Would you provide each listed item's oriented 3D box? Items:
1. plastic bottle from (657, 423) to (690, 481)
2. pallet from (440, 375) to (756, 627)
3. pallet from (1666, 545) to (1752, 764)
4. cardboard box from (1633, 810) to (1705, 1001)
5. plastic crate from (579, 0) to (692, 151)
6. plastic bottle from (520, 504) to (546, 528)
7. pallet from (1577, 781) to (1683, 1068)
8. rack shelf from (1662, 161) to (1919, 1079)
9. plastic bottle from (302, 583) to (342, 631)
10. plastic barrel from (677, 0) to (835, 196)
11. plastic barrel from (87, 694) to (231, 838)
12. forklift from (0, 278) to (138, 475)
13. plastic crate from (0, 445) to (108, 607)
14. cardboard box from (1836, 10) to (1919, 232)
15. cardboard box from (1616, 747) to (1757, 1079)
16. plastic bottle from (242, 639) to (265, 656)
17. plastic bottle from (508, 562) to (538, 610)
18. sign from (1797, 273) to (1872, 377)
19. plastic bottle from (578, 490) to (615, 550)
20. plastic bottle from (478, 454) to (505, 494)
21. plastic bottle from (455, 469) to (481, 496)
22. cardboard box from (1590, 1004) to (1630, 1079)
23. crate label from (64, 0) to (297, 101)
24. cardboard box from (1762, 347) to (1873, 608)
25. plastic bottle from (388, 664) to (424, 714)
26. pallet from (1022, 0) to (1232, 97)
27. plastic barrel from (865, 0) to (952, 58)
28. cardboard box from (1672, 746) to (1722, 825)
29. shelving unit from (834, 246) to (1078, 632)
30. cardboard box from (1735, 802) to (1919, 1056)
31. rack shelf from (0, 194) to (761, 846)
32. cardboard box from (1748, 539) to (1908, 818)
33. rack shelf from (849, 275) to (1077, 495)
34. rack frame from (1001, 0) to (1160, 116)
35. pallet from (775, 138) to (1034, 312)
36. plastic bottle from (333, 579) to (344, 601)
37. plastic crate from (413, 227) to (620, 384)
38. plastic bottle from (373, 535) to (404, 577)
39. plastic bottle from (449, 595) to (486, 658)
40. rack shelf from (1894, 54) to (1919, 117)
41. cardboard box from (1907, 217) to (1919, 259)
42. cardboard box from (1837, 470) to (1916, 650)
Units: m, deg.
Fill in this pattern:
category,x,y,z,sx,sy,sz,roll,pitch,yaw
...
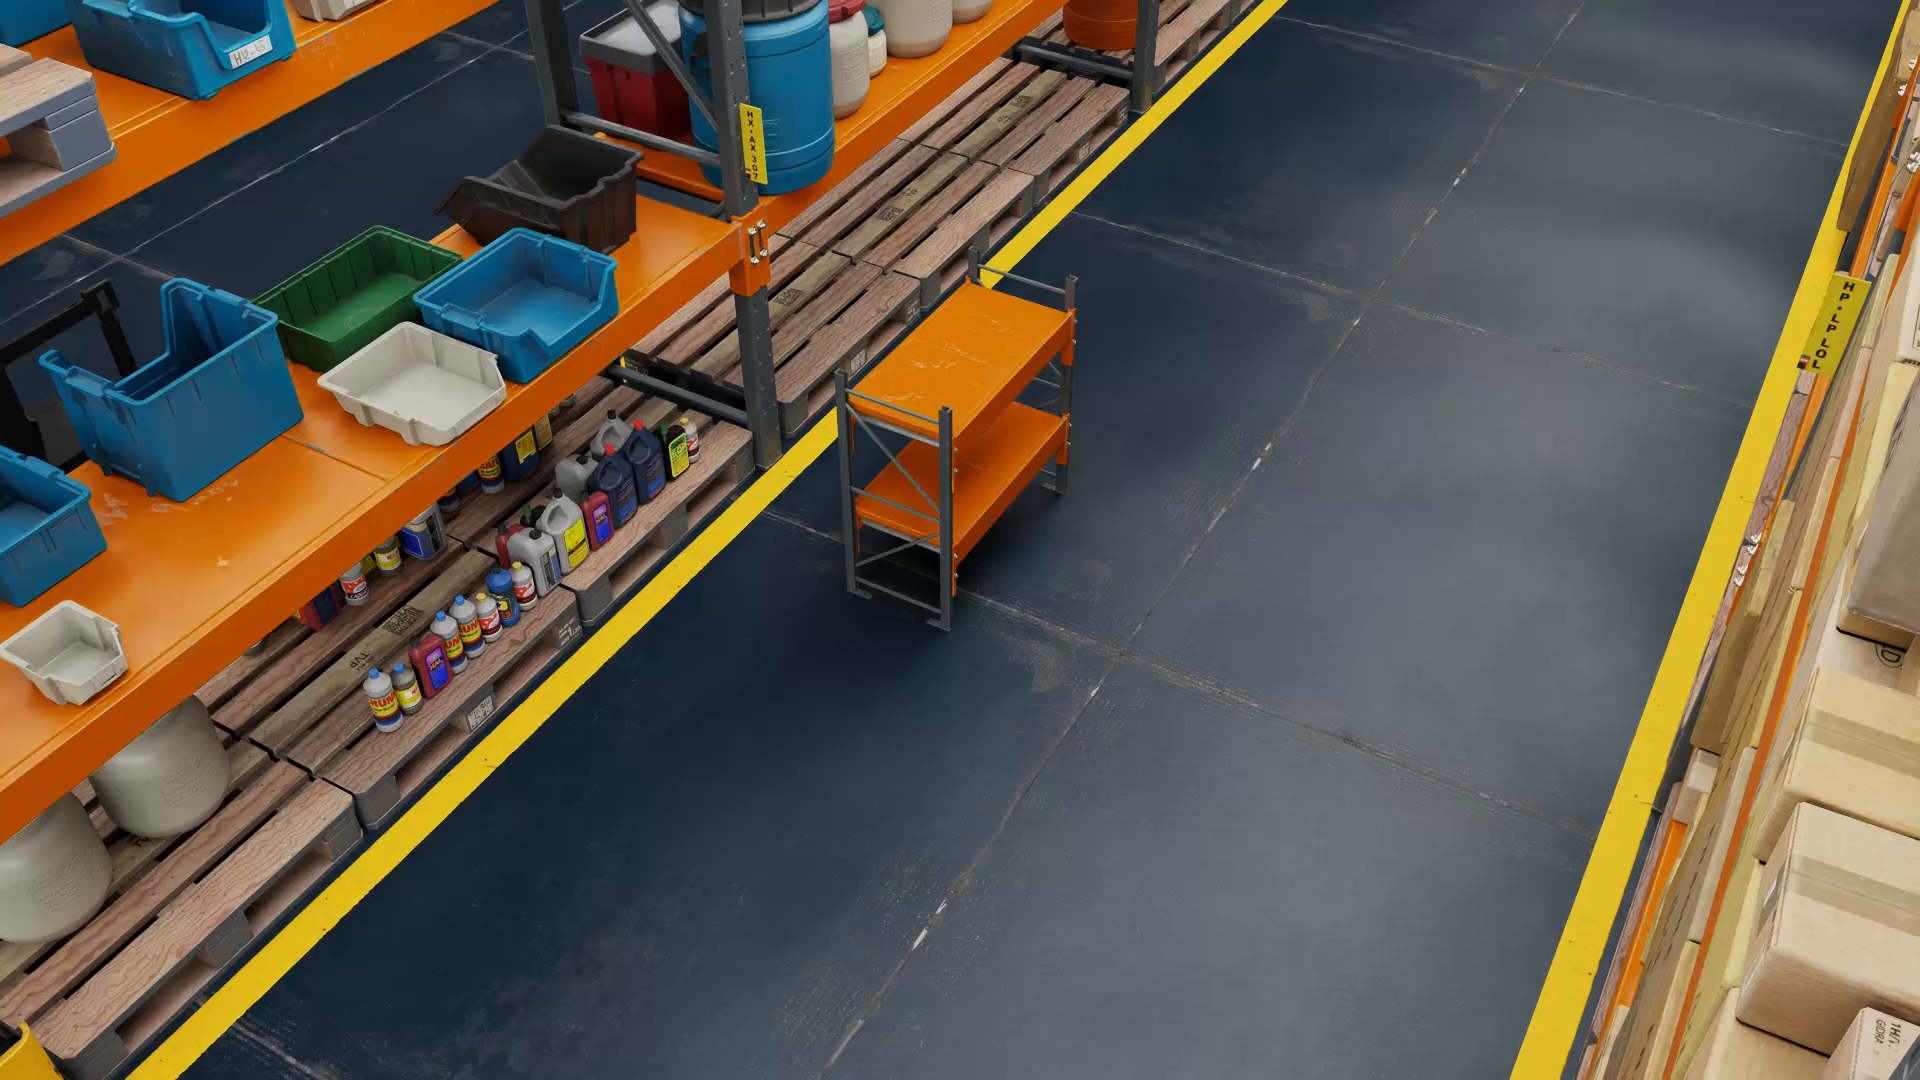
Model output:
category,x,y,z,sx,sy,sz,roll,pitch,yaw
plastic bottle,-1.238,-0.401,7.158,0.061,0.283,0.133,23,46,24
pallet,-1.655,-0.222,7.343,1.003,0.211,1.213,21,45,22
pallet,3.394,0.599,6.410,1.003,0.211,1.213,21,45,22
cardboard box,1.997,0.953,3.598,0.875,0.500,0.500,21,45,22
plastic crate,-1.305,-2.042,7.250,0.402,0.464,0.583,21,45,22
plastic bottle,-1.714,-0.046,6.755,0.061,0.283,0.133,21,45,22
pallet,2.700,1.441,5.454,1.003,0.211,1.213,21,45,22
rack shelf,2.005,0.287,2.929,1.077,0.370,4.000,21,45,22
plastic bottle,-2.502,0.208,6.467,0.061,0.283,0.133,21,45,22
plastic barrel,-0.827,-1.948,6.814,0.600,0.901,0.708,21,45,22
plastic barrel,-2.770,0.737,5.708,0.421,0.512,0.421,0,41,0
forklift,-3.831,-1.043,6.217,1.130,2.935,3.031,20,45,21
plastic crate,-2.963,-0.050,5.150,0.499,0.251,0.408,21,45,22
cardboard box,5.371,-2.038,8.585,1.225,0.875,0.875,19,45,20
cardboard box,1.563,0.793,3.022,0.500,0.500,0.500,21,45,22
plastic bottle,-2.745,0.339,6.380,0.097,0.201,0.097,0,41,0
plastic bottle,-1.733,0.172,6.569,0.097,0.201,0.097,0,41,0
sign,2.523,-0.617,4.805,0.100,0.325,0.005,21,45,22
plastic bottle,-1.497,-0.105,6.821,0.061,0.283,0.133,24,47,25
plastic bottle,-2.014,-0.333,7.090,0.097,0.271,0.097,0,41,0
plastic bottle,-2.140,-0.378,7.081,0.144,0.351,0.185,19,45,20
cardboard box,1.628,1.257,3.743,0.380,0.149,0.250,21,45,22
crate label,-2.061,-1.382,4.393,0.502,0.251,0.408,21,45,22
cardboard box,2.312,-0.066,3.998,0.500,0.500,0.500,21,45,22
plastic bottle,-2.055,0.541,6.151,0.097,0.201,0.097,0,41,0
pallet,1.078,-3.347,10.891,1.003,0.211,1.213,21,45,22
plastic barrel,-0.247,-2.585,7.813,0.433,0.535,0.433,0,41,0
cardboard box,2.123,0.683,4.395,0.380,0.149,0.250,21,45,22
shelving unit,0.003,-0.426,6.883,0.538,1.125,1.048,21,45,22
cardboard box,1.147,0.503,1.951,0.380,0.149,0.250,19,45,20
rack shelf,-2.283,-0.225,5.780,1.077,0.370,4.000,21,45,22
cardboard box,1.537,0.281,2.505,0.500,0.250,0.500,22,46,23
rack shelf,0.003,-0.646,6.689,0.538,0.278,1.000,21,45,22
rack frame,0.719,-3.928,9.441,1.000,3.000,0.127,21,45,22
pallet,-0.313,-1.756,9.084,1.003,0.211,1.213,21,45,22
plastic bottle,-2.525,0.096,6.599,0.152,0.276,0.135,20,45,21
plastic crate,-1.601,-0.861,6.070,0.499,0.251,0.616,21,45,22
plastic bottle,-2.319,0.043,6.716,0.097,0.201,0.097,0,41,0
plastic bottle,-1.885,0.320,6.348,0.097,0.271,0.097,0,41,0
rack shelf,6.008,-3.165,9.118,1.077,0.370,4.000,21,45,22
cardboard box,2.298,-0.594,3.498,0.500,0.250,0.500,21,45,22
cardboard box,1.530,0.064,2.450,0.380,0.149,0.250,19,45,20
